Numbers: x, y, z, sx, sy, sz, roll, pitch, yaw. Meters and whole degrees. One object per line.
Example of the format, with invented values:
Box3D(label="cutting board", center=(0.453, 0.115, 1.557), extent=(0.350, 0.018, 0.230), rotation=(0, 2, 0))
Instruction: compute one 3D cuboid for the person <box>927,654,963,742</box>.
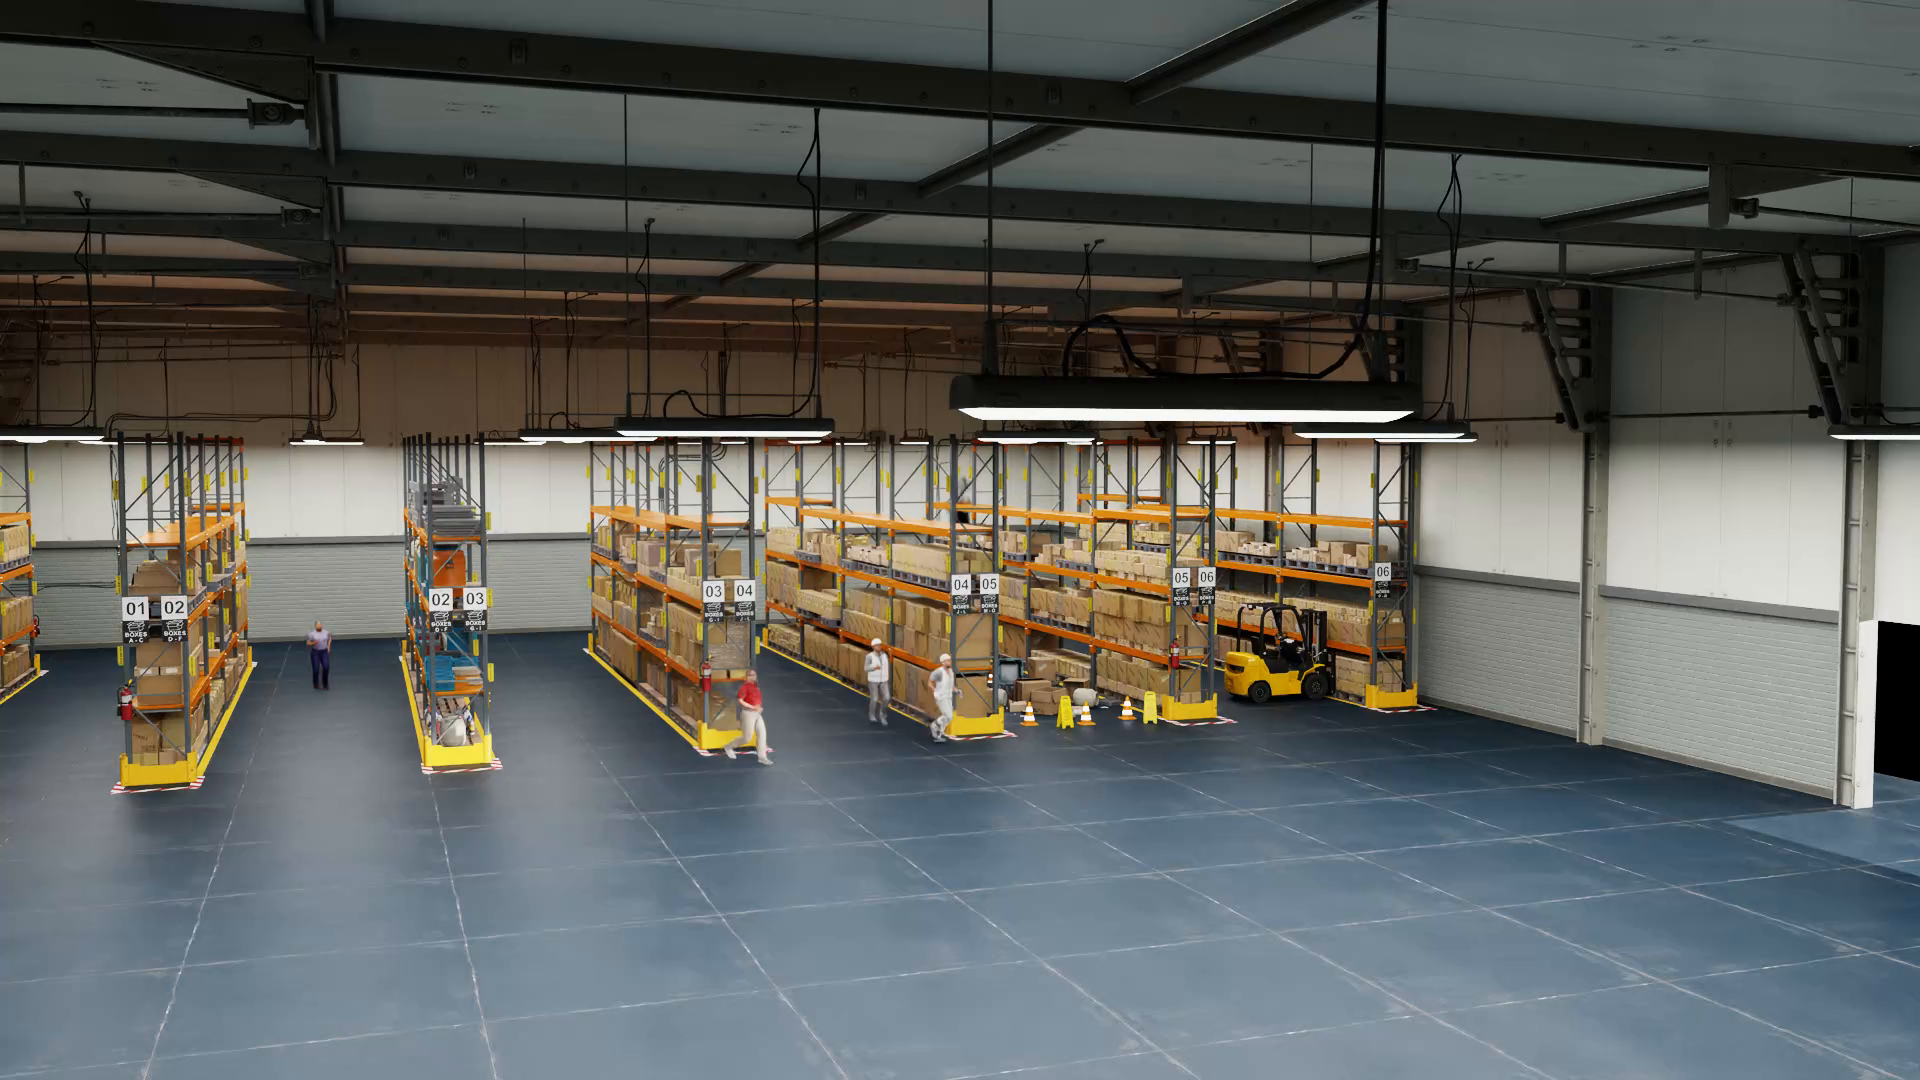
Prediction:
Box3D(label="person", center=(-0.282, 3.077, 32.301), extent=(0.563, 1.737, 0.646), rotation=(2, 4, 36))

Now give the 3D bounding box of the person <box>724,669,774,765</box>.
Box3D(label="person", center=(-3.794, 3.202, 30.112), extent=(0.971, 1.725, 0.692), rotation=(1, 3, 21))

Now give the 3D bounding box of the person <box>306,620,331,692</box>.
Box3D(label="person", center=(-15.074, 2.735, 39.144), extent=(0.585, 1.700, 0.708), rotation=(-2, 4, -29))

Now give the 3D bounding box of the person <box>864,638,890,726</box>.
Box3D(label="person", center=(-1.682, 2.938, 34.346), extent=(0.637, 1.814, 0.711), rotation=(-1, 3, -23))
